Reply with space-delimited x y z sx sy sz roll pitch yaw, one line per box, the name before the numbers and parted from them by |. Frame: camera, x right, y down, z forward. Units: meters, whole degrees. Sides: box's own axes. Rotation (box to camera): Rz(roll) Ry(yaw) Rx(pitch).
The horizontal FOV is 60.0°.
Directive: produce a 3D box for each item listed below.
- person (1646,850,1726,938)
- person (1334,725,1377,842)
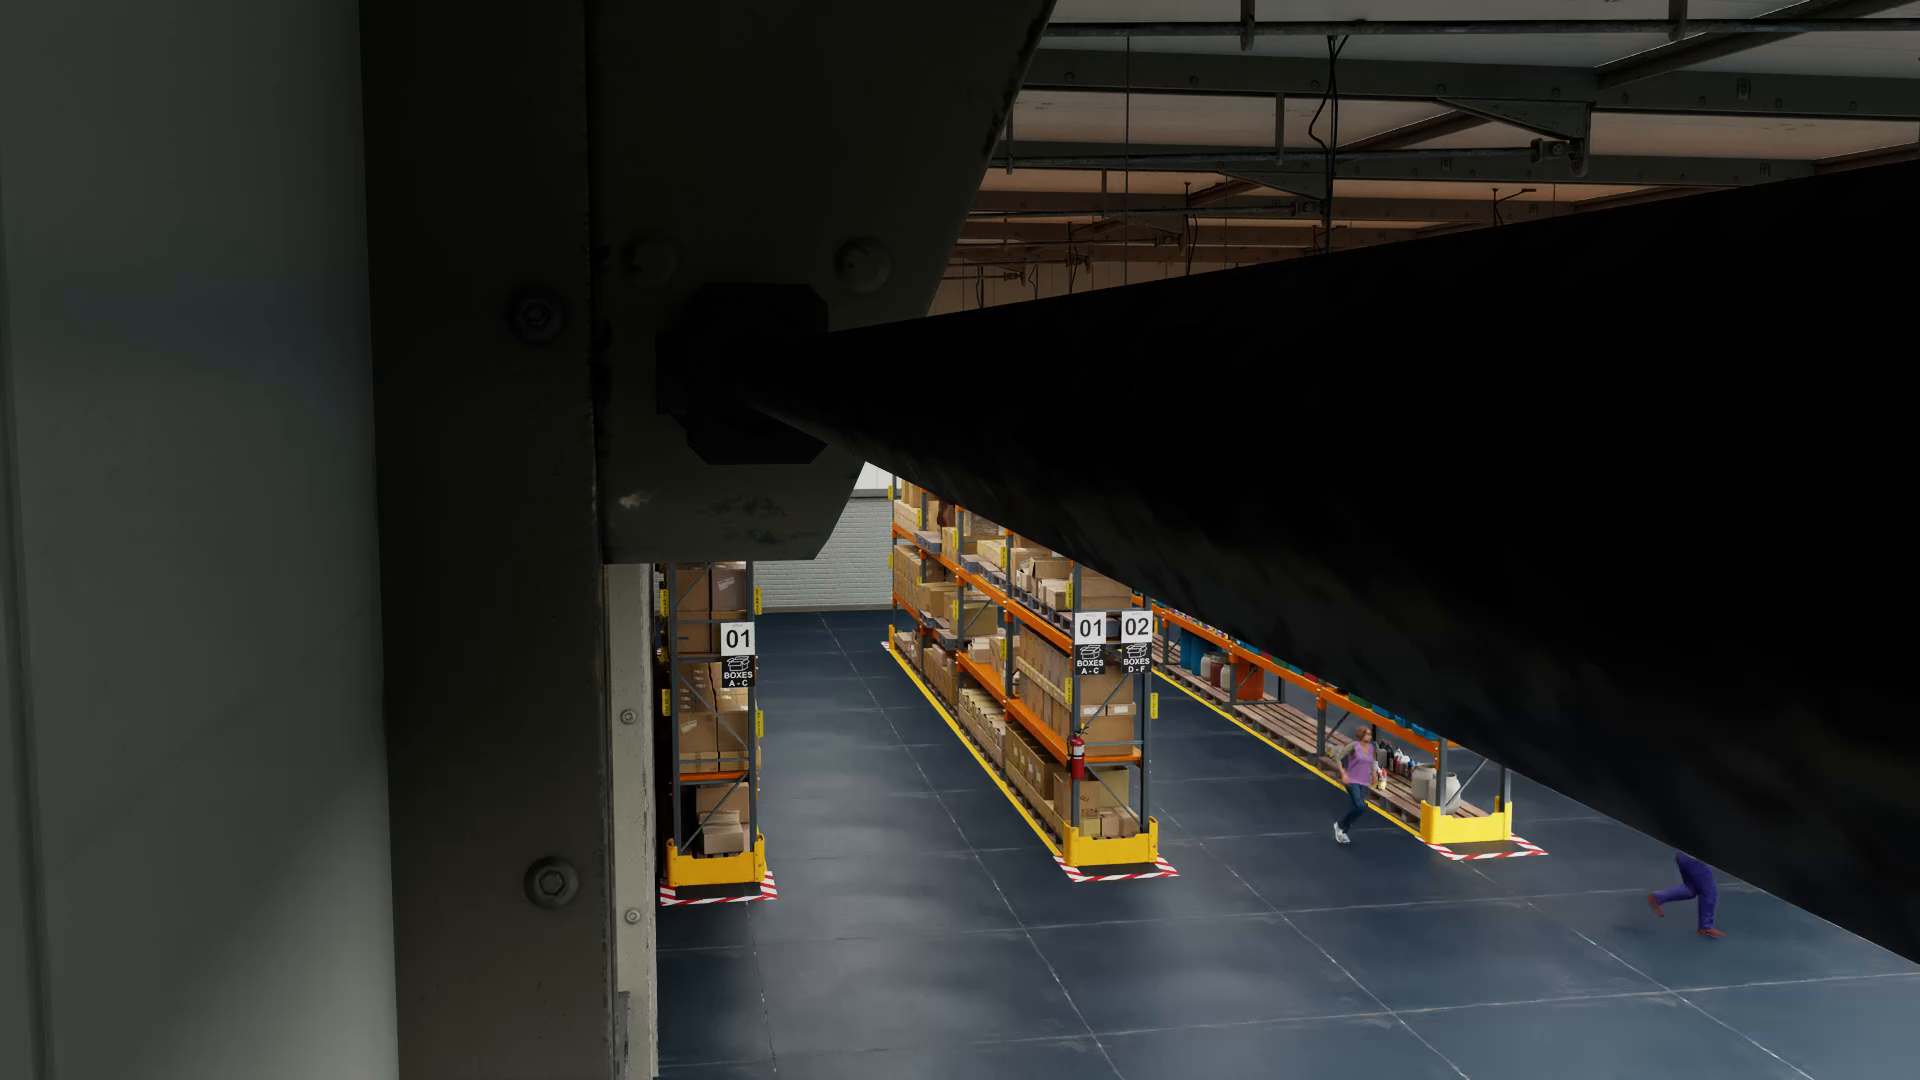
person | 8.071 3.561 18.373 0.799 1.635 0.607 2 6 17
person | 5.224 3.205 21.811 0.572 1.547 0.542 -4 7 -30
